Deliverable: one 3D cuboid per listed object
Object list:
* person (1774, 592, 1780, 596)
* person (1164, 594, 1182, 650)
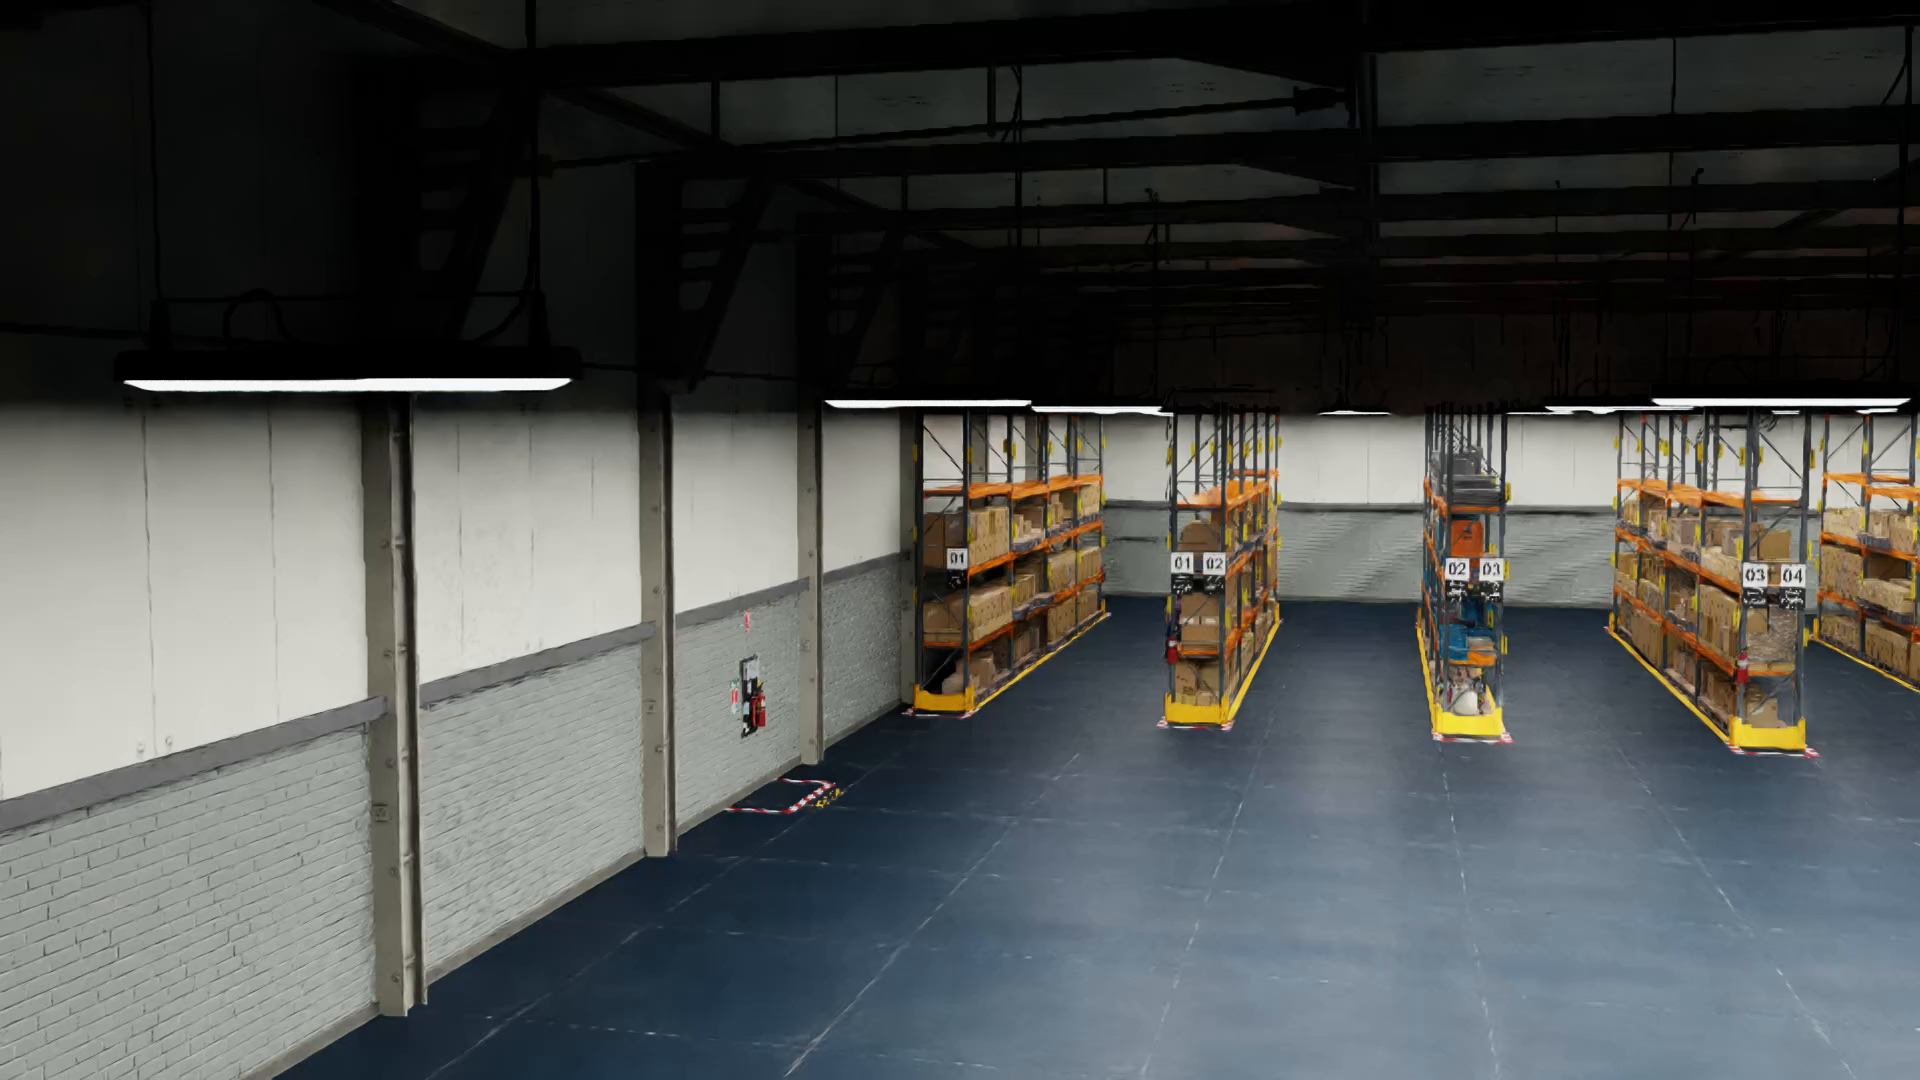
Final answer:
[{"bbox_3d":[19.396,1.964,39.441,0.550,1.663,0.585,3,5,38],"label":"person"},{"bbox_3d":[5.240,1.973,40.457,0.566,1.541,0.519,1,4,12],"label":"person"}]
